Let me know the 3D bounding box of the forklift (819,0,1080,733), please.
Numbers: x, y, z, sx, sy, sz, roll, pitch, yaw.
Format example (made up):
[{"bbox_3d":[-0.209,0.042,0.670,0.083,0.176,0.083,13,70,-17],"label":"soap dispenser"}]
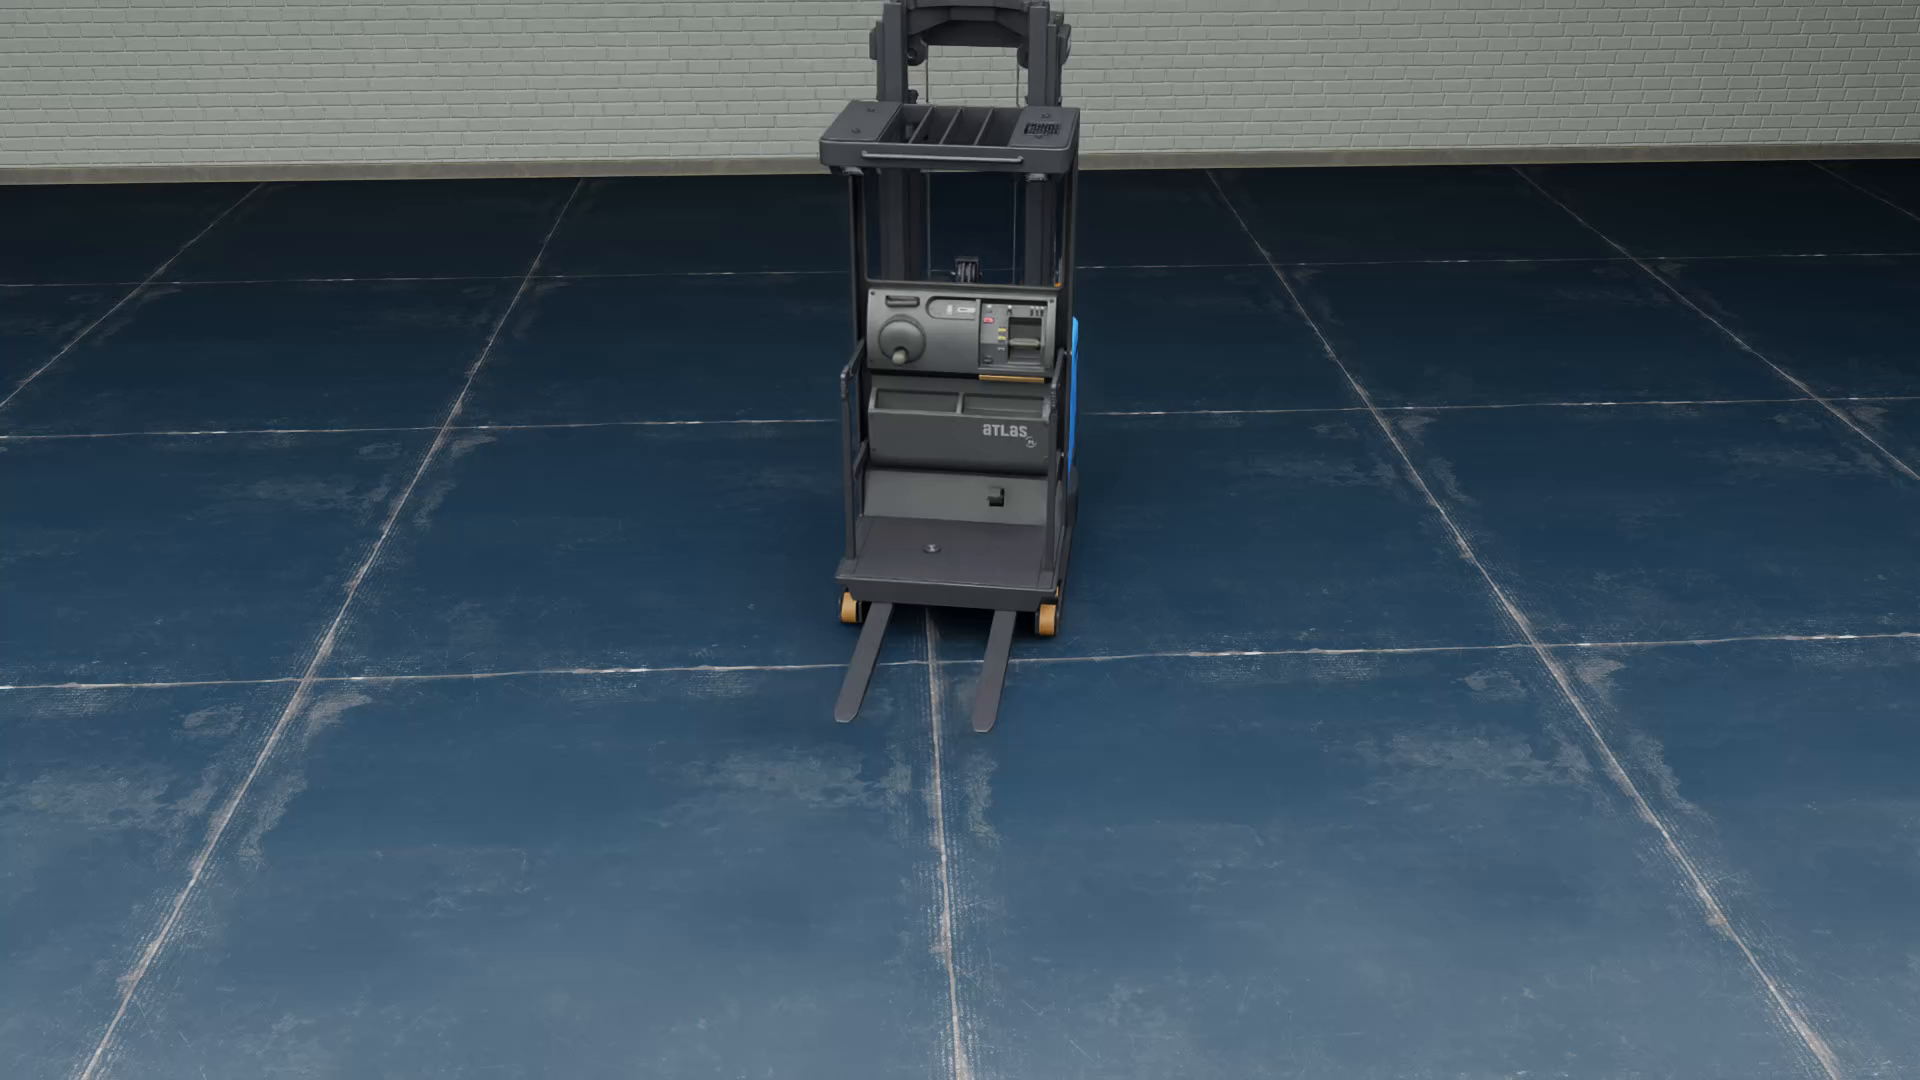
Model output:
[{"bbox_3d":[-0.019,-0.987,7.973,1.130,2.935,3.031,3,28,6],"label":"forklift"}]

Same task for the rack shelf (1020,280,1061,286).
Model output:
[{"bbox_3d":[0.474,-1.373,9.736,0.258,0.148,0.480,1,28,2],"label":"rack shelf"}]

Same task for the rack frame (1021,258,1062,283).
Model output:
[{"bbox_3d":[0.484,-1.138,10.134,0.240,1.200,0.015,1,28,2],"label":"rack frame"}]

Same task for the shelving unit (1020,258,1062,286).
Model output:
[{"bbox_3d":[0.474,-1.025,9.918,0.258,1.200,0.503,1,28,2],"label":"shelving unit"}]
